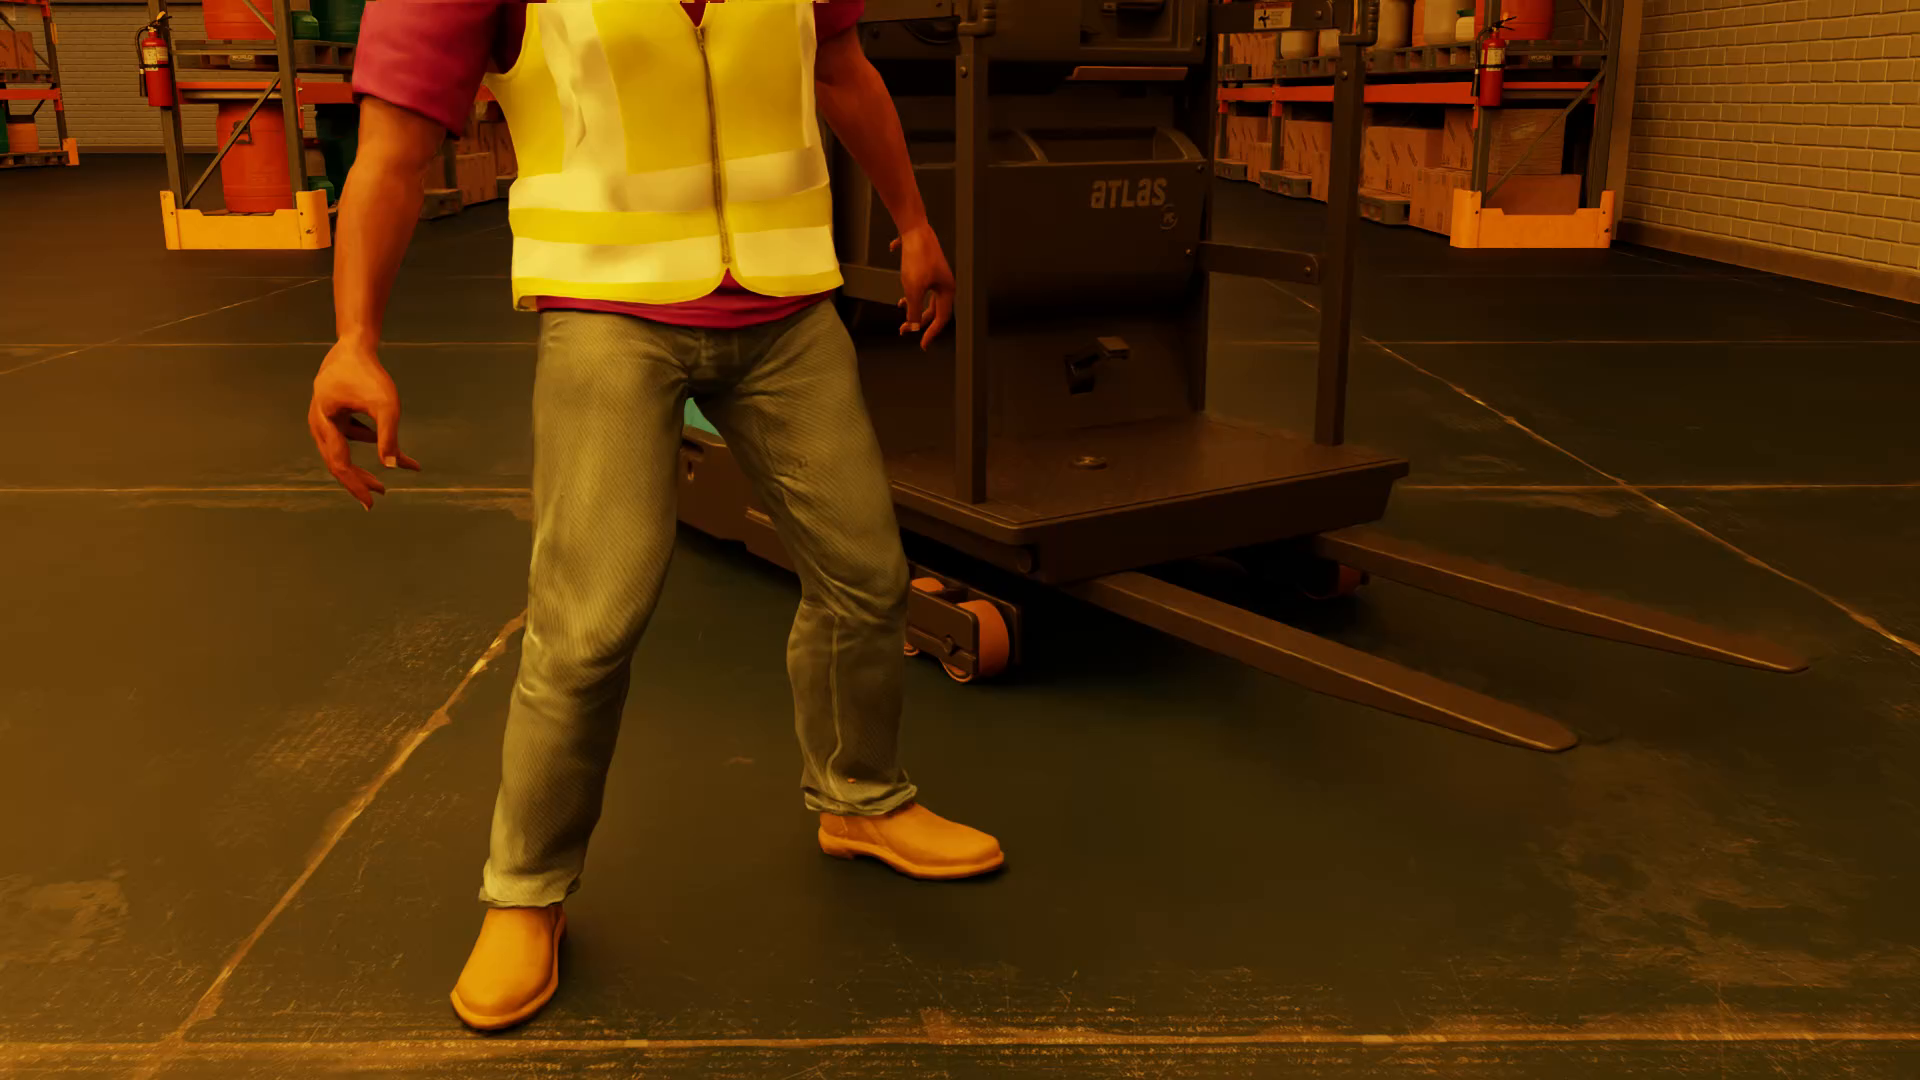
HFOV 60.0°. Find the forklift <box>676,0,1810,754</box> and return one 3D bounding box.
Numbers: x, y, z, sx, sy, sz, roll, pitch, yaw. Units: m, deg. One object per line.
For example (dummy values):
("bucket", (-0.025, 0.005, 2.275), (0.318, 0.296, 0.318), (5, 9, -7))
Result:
("forklift", (0.282, -1.271, 3.453), (1.130, 2.935, 3.031), (-10, 18, -33))

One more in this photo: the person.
("person", (-0.358, -0.278, 2.104), (0.934, 1.716, 0.426), (-9, 18, -32))
